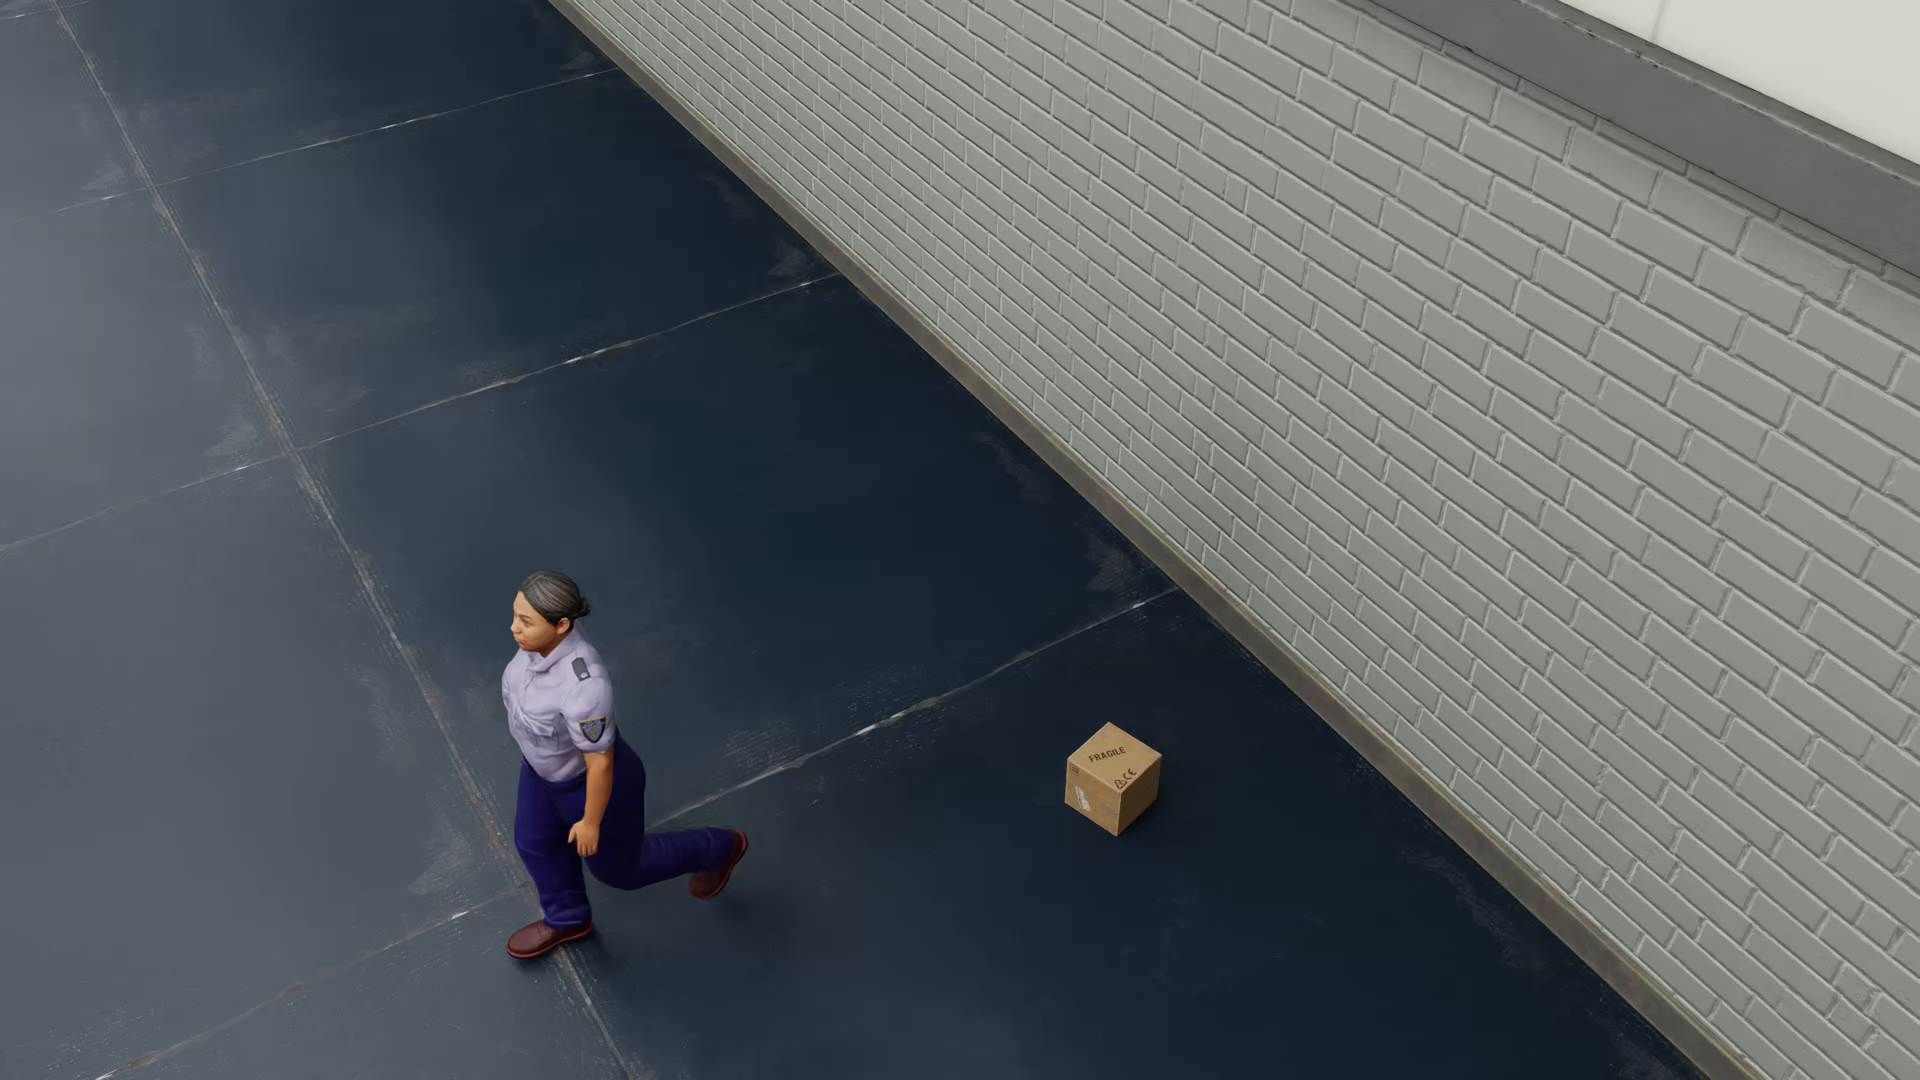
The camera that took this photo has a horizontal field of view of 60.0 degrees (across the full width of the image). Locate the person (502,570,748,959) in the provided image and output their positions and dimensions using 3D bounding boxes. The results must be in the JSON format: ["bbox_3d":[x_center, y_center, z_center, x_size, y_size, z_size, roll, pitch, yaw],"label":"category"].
[{"bbox_3d":[-1.158,0.715,5.336,0.858,1.605,0.489,-22,46,-24],"label":"person"}]
